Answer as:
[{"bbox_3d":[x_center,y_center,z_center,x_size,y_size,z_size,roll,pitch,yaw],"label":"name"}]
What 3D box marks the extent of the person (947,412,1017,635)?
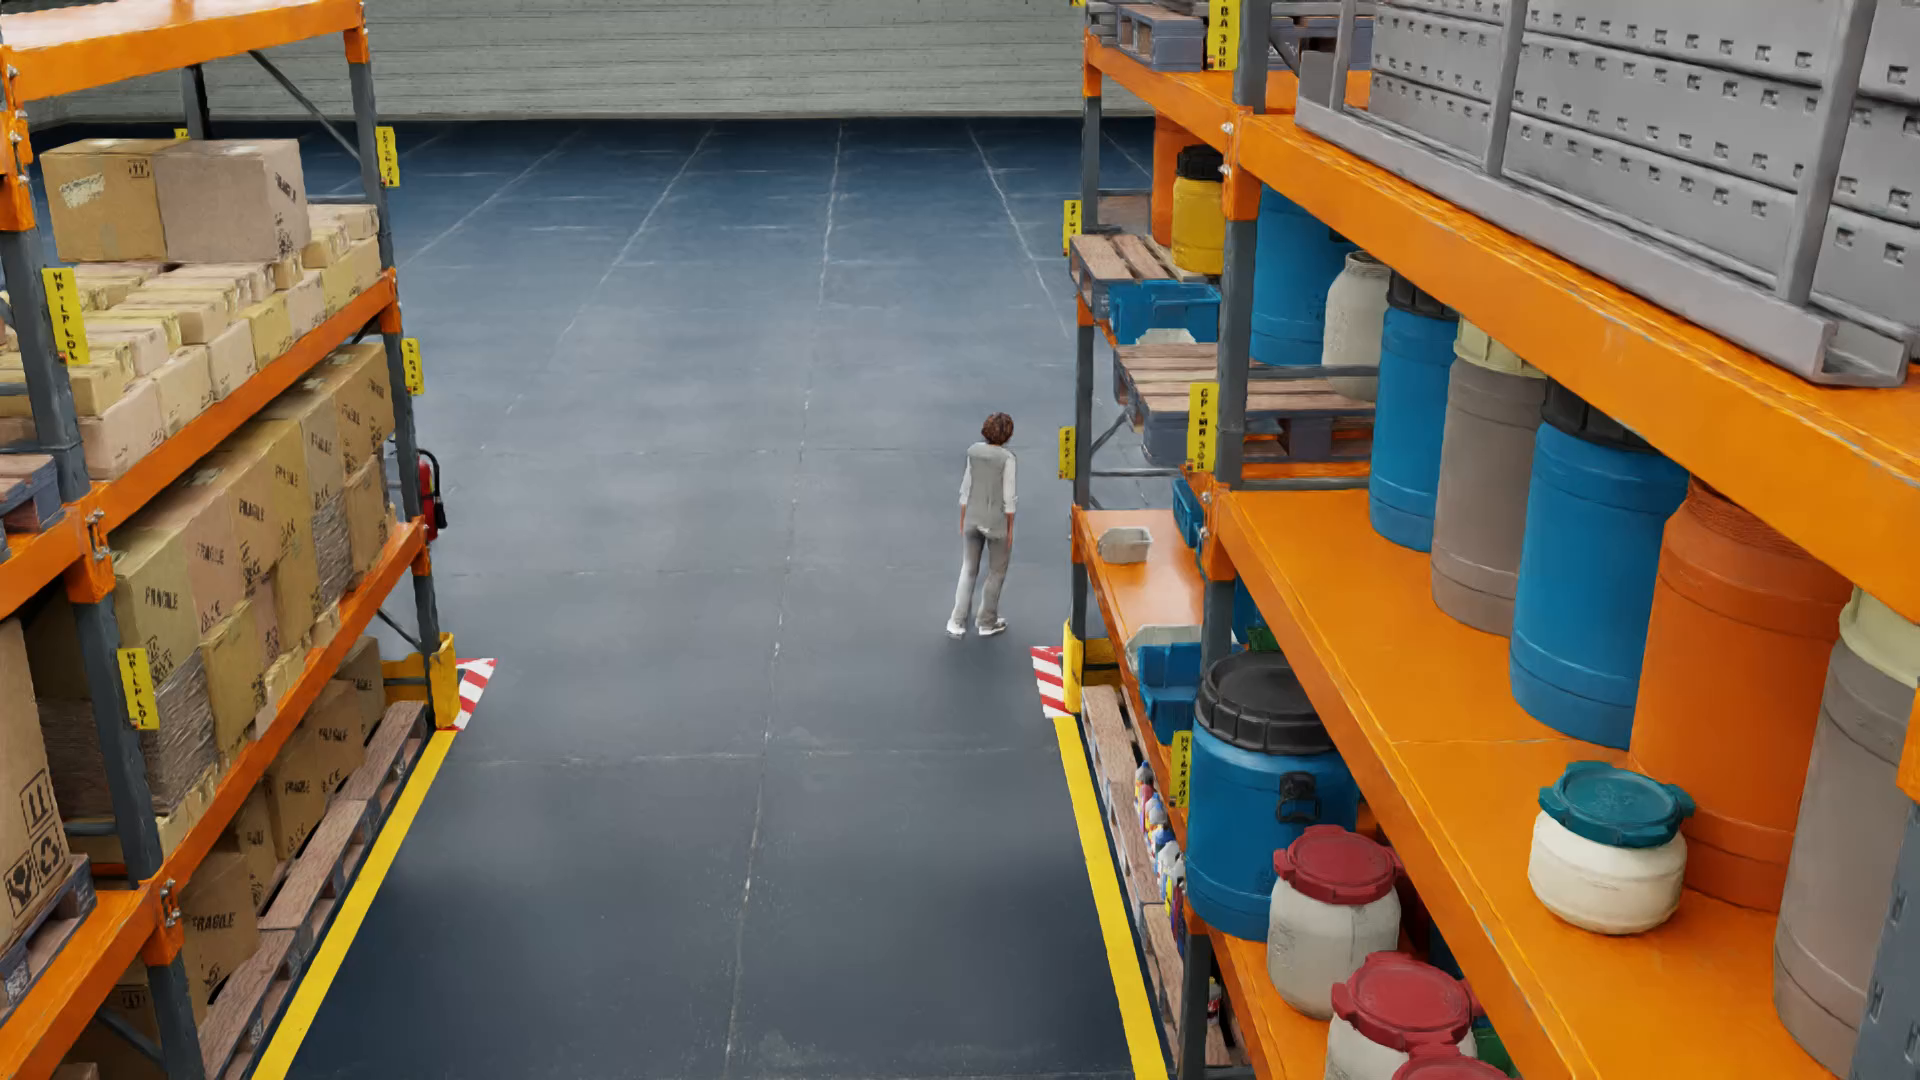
[{"bbox_3d":[0.154,-0.078,11.314,0.459,1.579,0.502,12,24,28],"label":"person"}]
